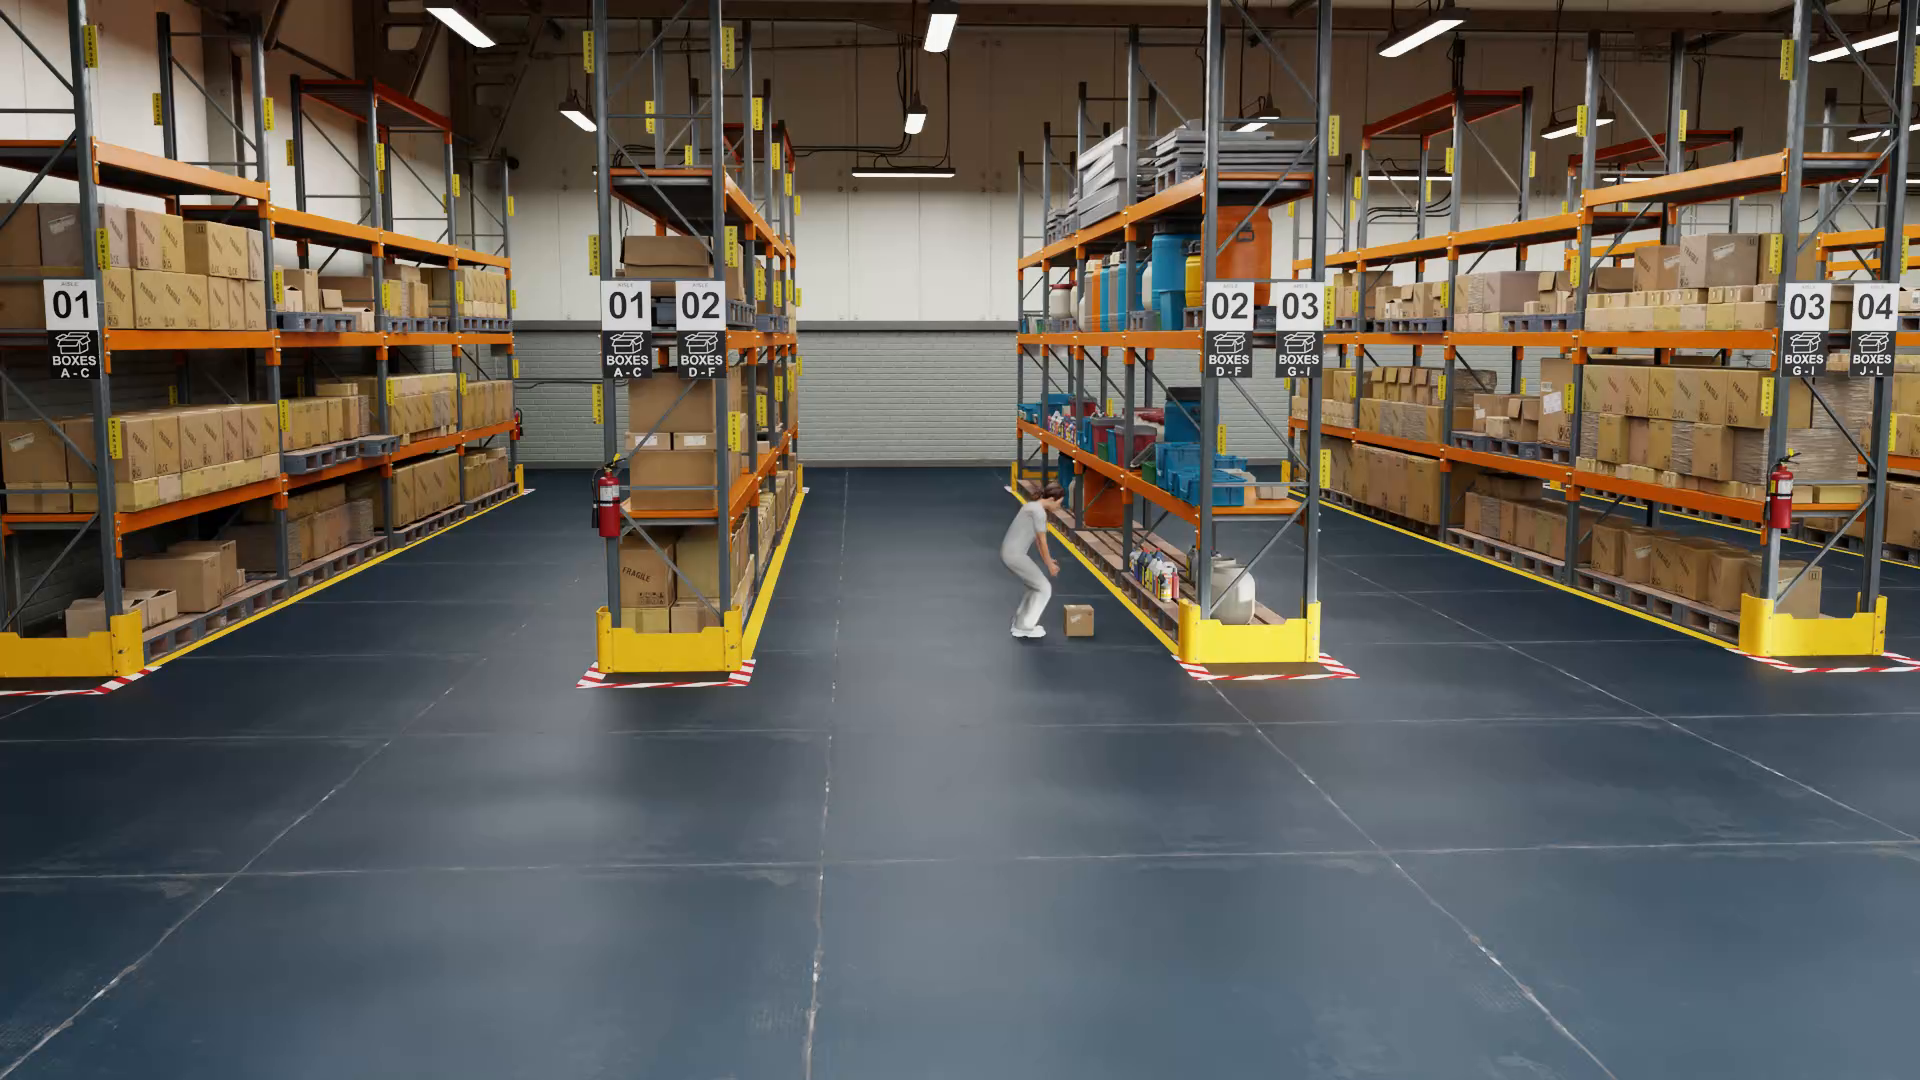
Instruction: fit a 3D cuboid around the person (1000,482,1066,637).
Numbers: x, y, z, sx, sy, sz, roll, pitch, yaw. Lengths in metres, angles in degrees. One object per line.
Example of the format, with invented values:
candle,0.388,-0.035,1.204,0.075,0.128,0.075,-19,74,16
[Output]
person,0.673,0.174,15.425,0.616,1.417,0.490,0,7,-3
